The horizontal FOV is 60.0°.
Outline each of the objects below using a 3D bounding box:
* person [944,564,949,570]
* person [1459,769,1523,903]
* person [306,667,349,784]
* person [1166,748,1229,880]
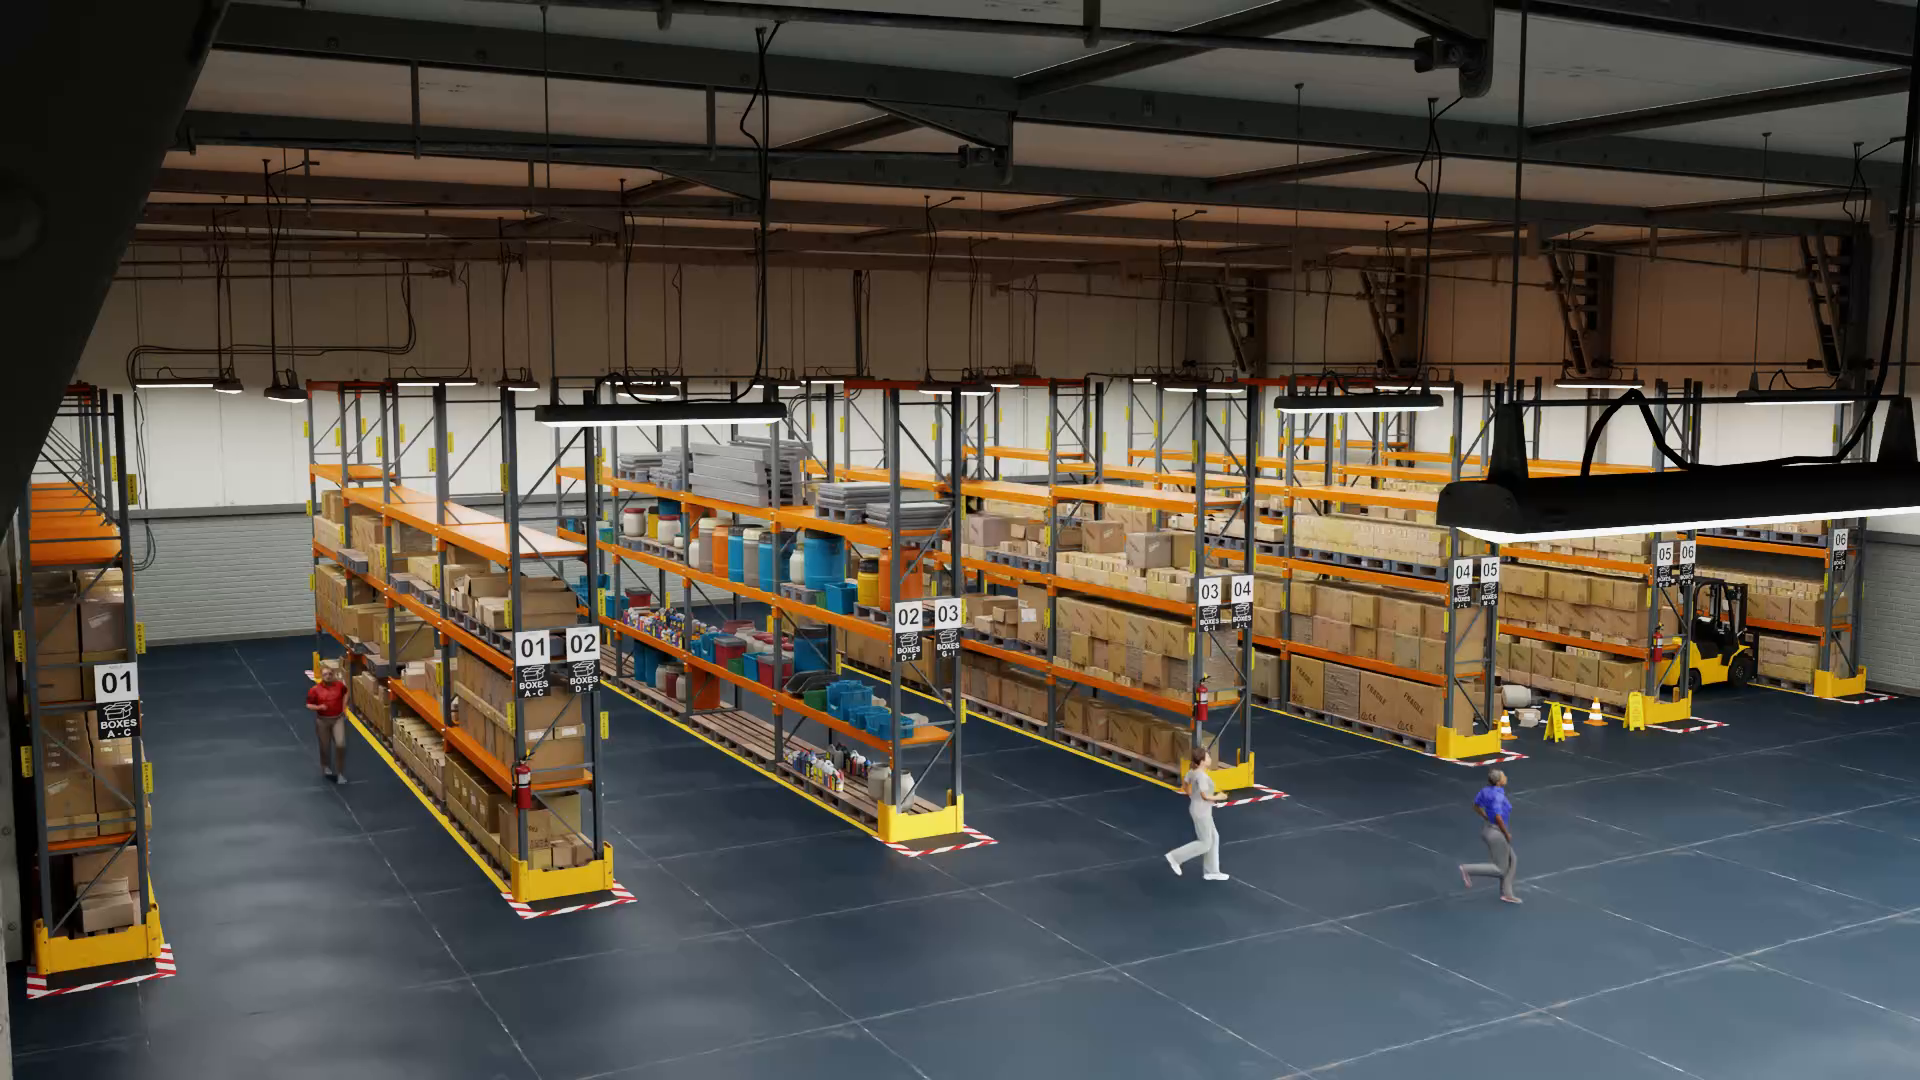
[{"bbox_3d":[-0.508,1.141,41.521,0.630,1.600,0.606,-3,7,-29],"label":"person"},{"bbox_3d":[6.239,3.485,19.522,0.803,1.611,0.572,0,6,0],"label":"person"},{"bbox_3d":[-9.561,2.815,25.210,0.639,1.798,0.795,-3,7,-27],"label":"person"},{"bbox_3d":[2.901,3.349,20.320,0.794,1.641,0.577,-1,6,-5],"label":"person"}]
